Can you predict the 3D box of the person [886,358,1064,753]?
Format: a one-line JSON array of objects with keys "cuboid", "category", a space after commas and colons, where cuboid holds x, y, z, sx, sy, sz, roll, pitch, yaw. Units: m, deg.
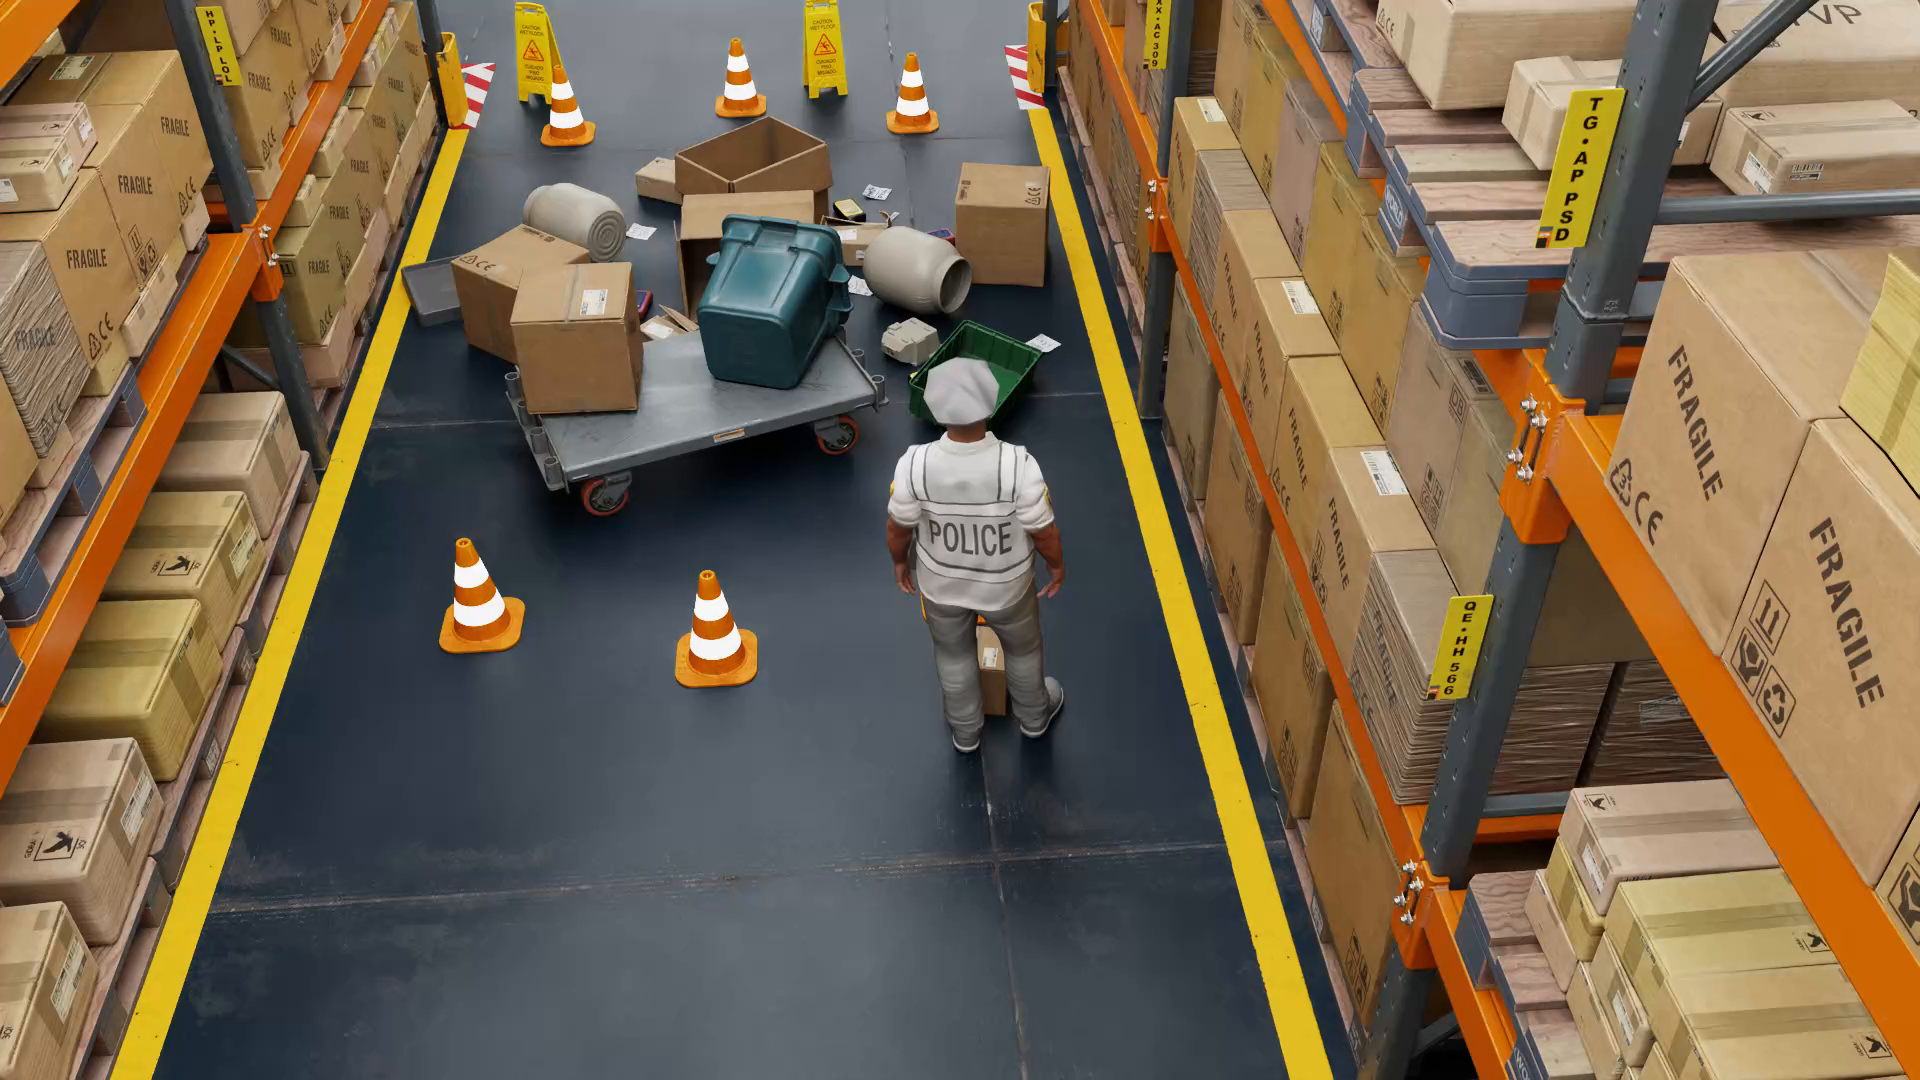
[{"cuboid": [0.074, 0.056, 6.042, 0.641, 1.779, 0.574, 5, 39, 6], "category": "person"}]
